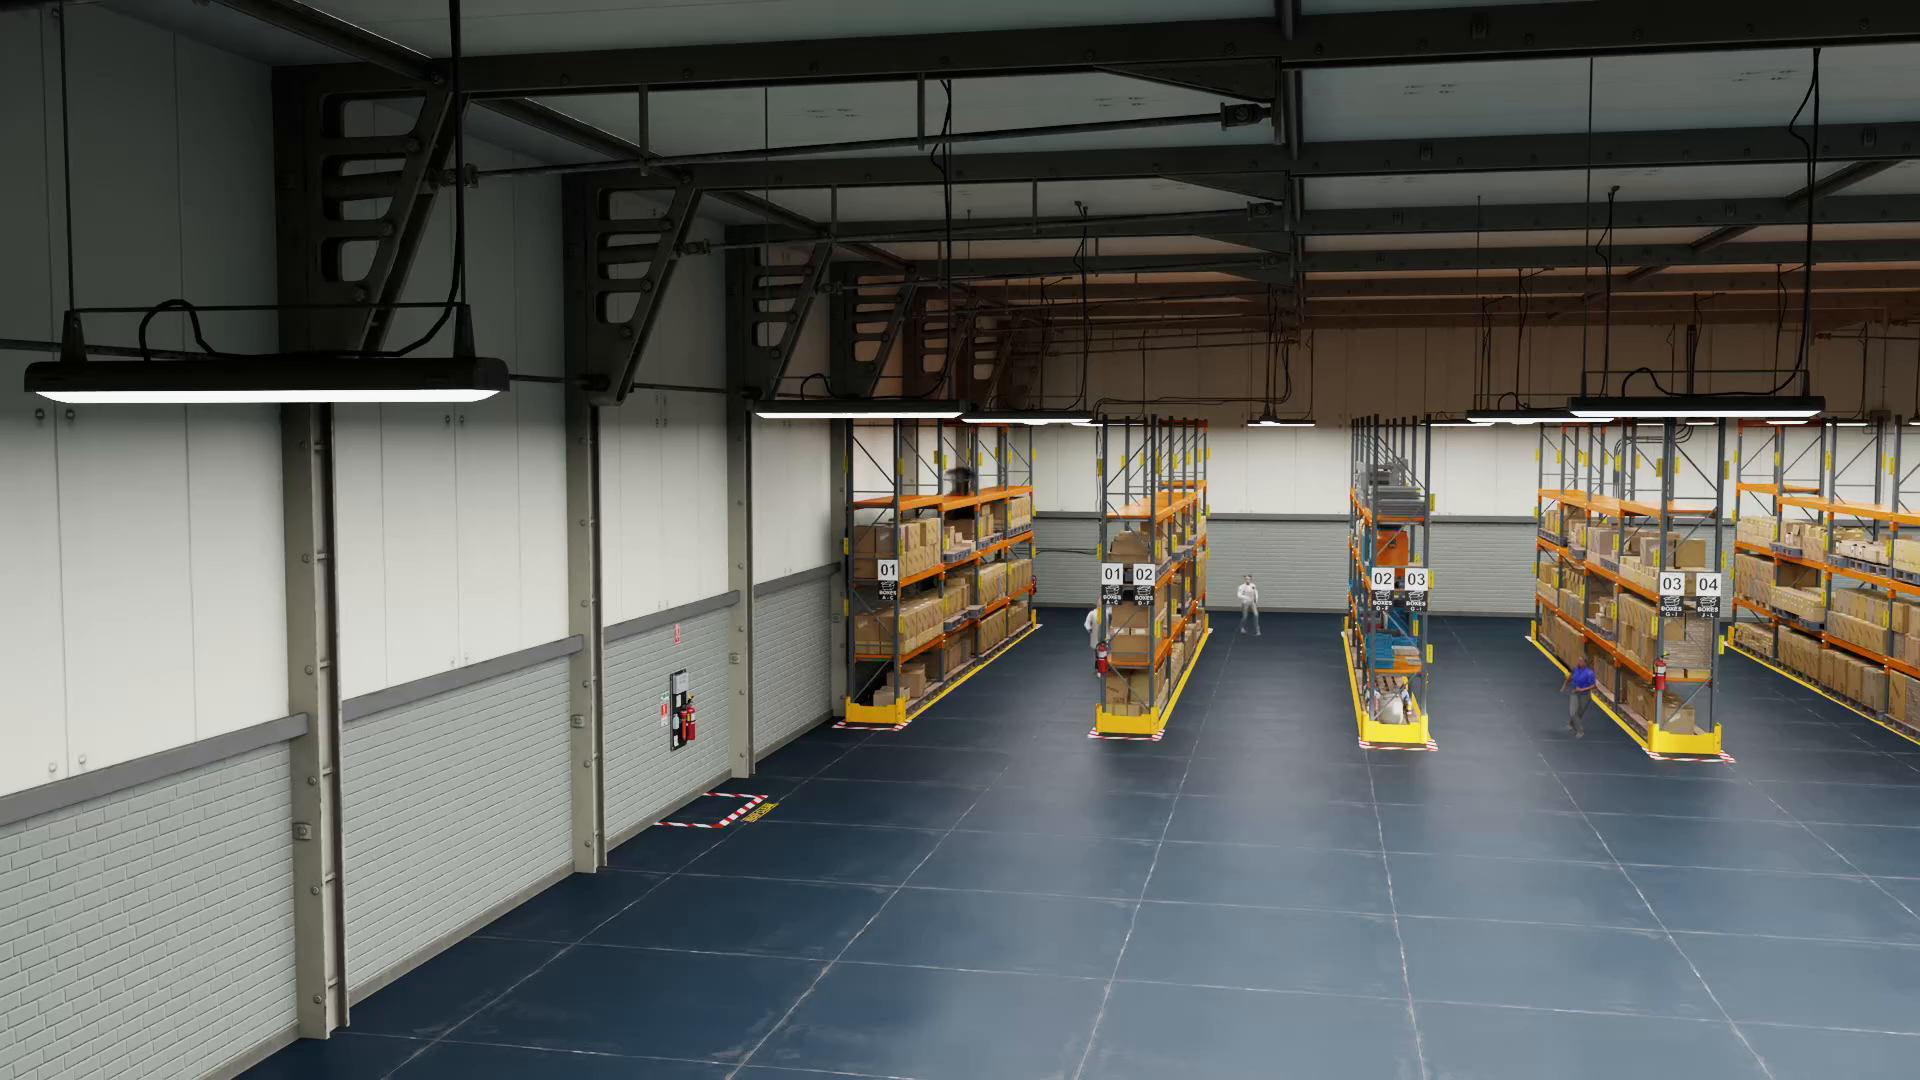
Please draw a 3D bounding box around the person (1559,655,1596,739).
[{"bbox_3d":[11.511,2.908,30.922,0.694,1.594,0.612,3,5,37],"label":"person"}]

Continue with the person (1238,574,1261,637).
[{"bbox_3d":[8.023,1.806,46.279,0.622,1.714,0.855,-1,4,-9],"label":"person"}]

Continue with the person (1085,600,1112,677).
[{"bbox_3d":[3.289,2.283,38.847,0.739,1.776,0.947,0,4,5],"label":"person"}]
